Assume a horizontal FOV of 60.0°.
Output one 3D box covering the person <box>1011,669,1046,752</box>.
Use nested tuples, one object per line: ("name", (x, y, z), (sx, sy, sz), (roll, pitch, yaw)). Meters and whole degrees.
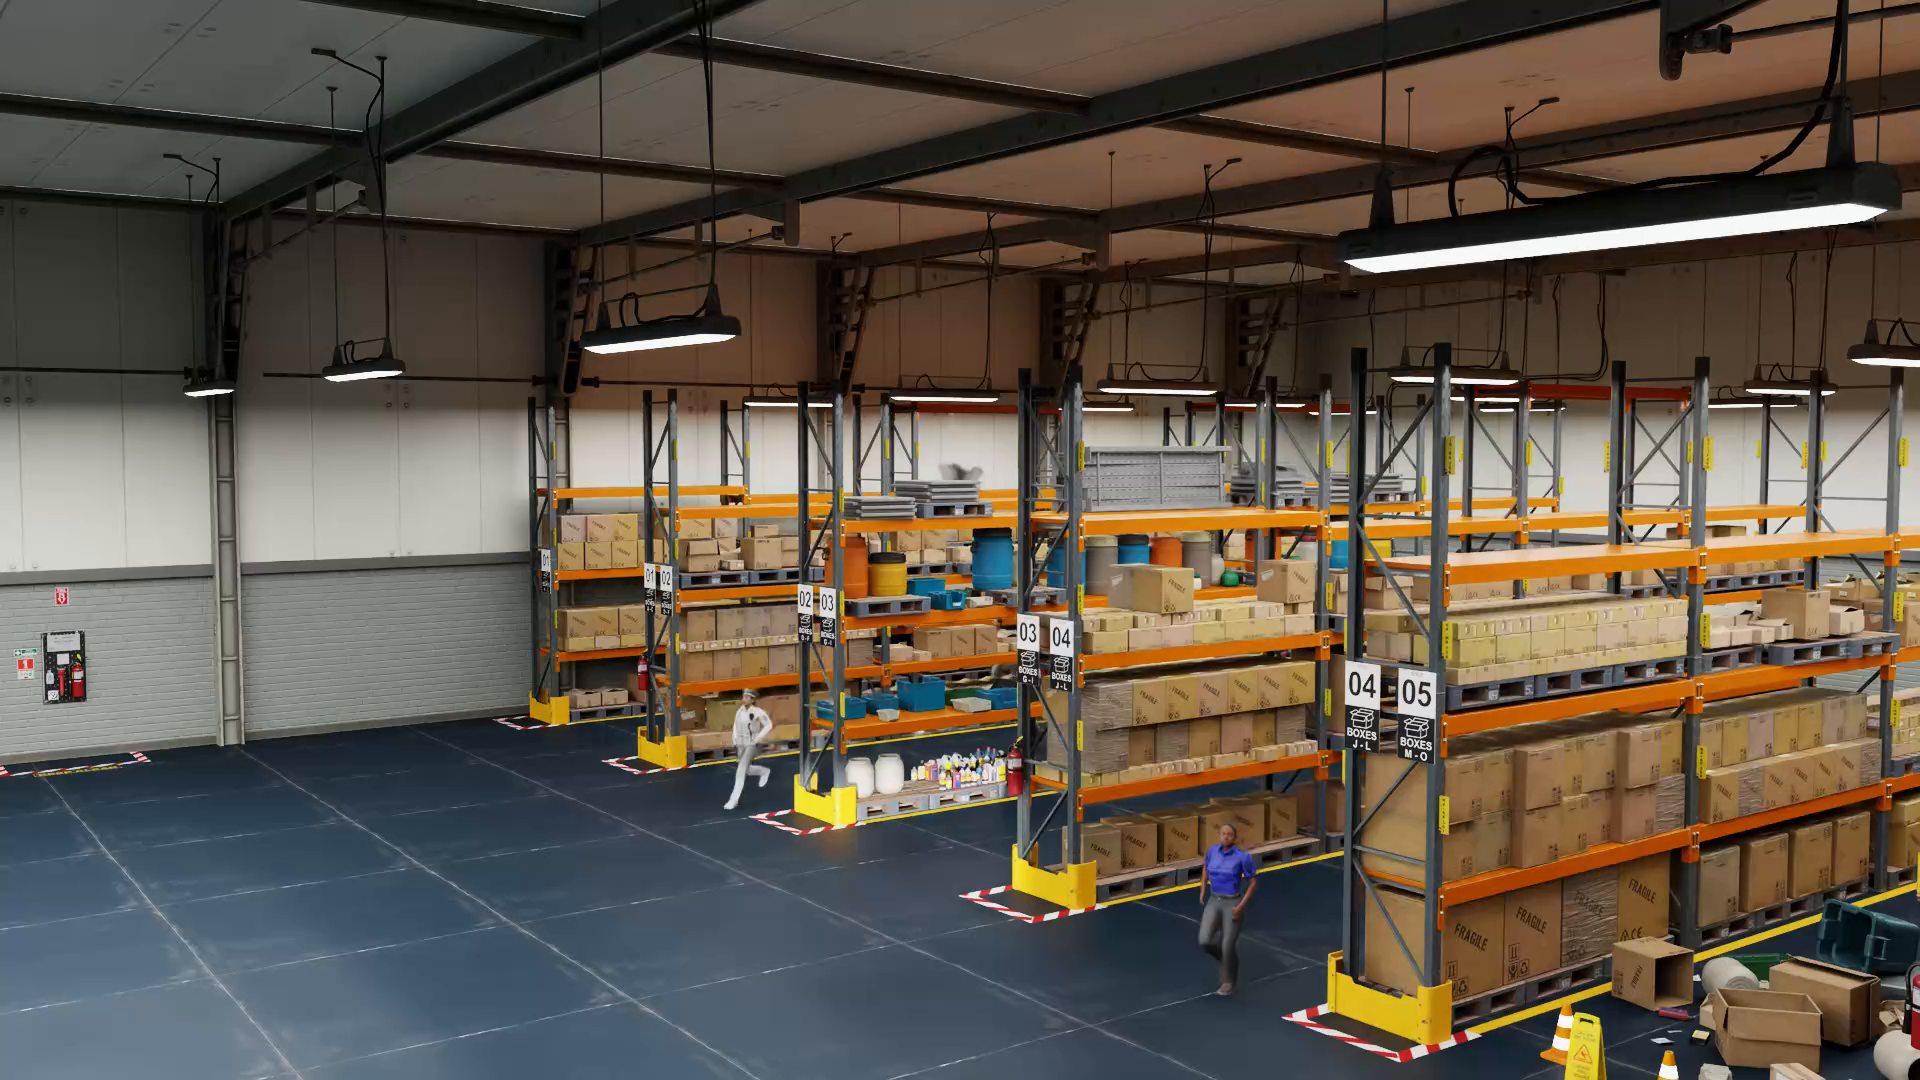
("person", (1.136, 2.664, 27.611), (0.900, 1.703, 0.604), (-3, 5, -43))

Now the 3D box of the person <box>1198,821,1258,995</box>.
("person", (2.463, 3.445, 15.568), (0.603, 1.621, 0.485), (3, 4, 37))

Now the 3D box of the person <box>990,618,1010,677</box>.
("person", (0.770, 2.364, 33.064), (0.831, 1.721, 0.566), (-3, 5, -42))

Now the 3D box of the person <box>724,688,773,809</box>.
("person", (-3.022, 2.948, 23.785), (0.595, 1.678, 0.991), (3, 4, 38))
